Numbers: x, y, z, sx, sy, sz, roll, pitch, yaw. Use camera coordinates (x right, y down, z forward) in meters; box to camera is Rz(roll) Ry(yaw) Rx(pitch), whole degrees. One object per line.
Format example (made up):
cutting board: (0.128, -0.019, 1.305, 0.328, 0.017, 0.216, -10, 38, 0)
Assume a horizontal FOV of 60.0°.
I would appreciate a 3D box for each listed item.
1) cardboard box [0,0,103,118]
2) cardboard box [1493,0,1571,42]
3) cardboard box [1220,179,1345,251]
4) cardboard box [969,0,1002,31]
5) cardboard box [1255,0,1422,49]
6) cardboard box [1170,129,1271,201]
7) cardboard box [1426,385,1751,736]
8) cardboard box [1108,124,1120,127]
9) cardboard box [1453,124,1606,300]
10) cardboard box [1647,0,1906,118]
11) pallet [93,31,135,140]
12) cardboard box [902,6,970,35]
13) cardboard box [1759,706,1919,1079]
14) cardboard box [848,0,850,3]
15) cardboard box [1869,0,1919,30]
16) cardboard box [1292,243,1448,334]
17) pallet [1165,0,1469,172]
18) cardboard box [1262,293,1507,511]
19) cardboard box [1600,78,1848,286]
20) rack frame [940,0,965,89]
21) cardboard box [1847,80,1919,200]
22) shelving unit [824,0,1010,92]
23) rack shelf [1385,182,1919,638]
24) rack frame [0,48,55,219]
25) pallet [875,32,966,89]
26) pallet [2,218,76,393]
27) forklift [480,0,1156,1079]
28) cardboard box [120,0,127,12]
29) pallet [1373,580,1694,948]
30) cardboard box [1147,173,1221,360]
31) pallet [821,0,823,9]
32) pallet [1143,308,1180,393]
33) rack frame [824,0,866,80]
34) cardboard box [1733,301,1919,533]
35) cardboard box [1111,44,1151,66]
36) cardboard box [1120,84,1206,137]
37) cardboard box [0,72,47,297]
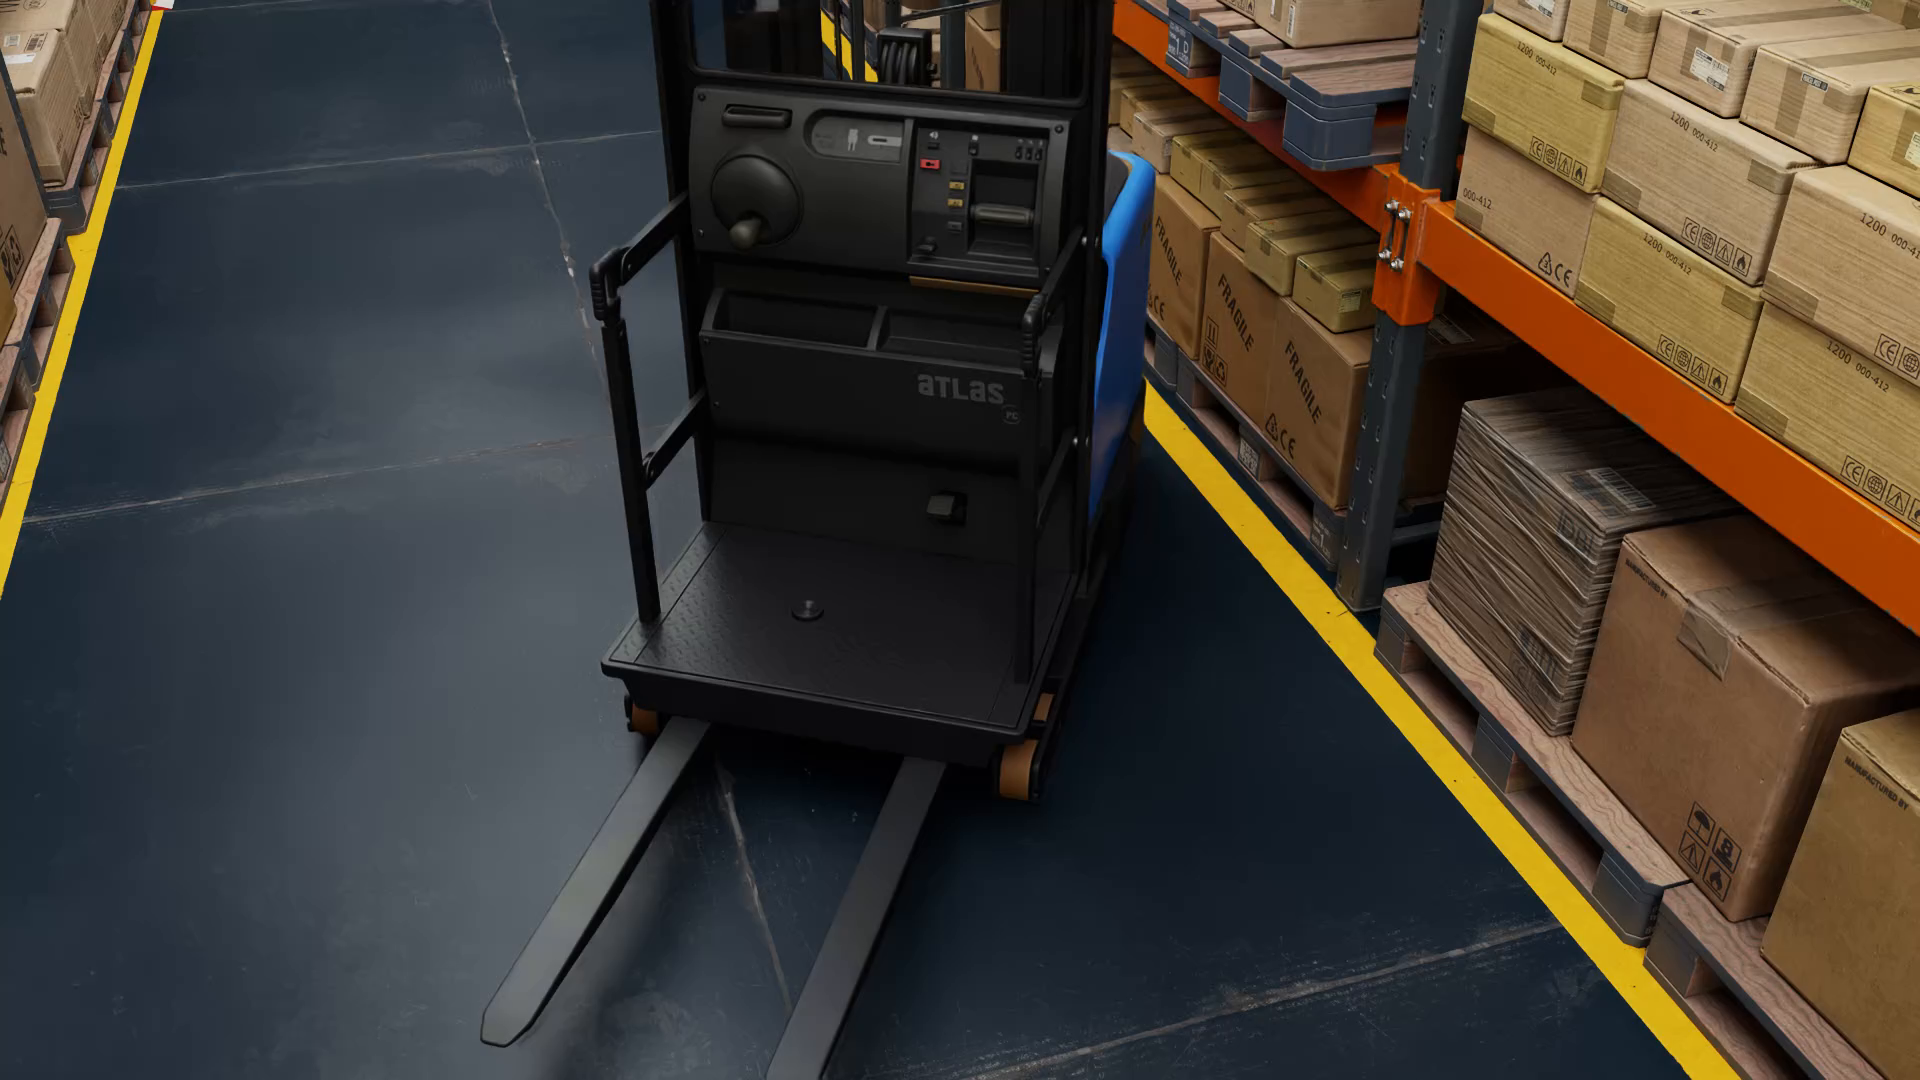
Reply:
cardboard box: (-4.689, -2.332, 8.001, 0.875, 0.438, 0.875, -11, 35, -16)
cardboard box: (1.437, -1.240, 3.726, 0.380, 0.149, 0.250, -9, 35, -13)
cardboard box: (1.078, -1.048, 5.413, 0.380, 0.149, 0.250, -11, 35, -16)
cardboard box: (0.256, -2.414, 7.481, 0.380, 0.149, 0.250, -8, 34, -12)
cardboard box: (1.055, -1.495, 4.638, 0.380, 0.149, 0.250, -9, 35, -14)
cardboard box: (0.964, -1.325, 5.832, 0.380, 0.149, 0.250, -11, 35, -15)
cardboard box: (1.798, 0.001, 4.301, 0.875, 0.625, 0.625, -9, 34, -13)
cardboard box: (0.653, -1.544, 6.752, 0.500, 0.500, 0.500, -11, 35, -16)
cardboard box: (1.523, -0.808, 3.887, 0.500, 0.250, 0.500, -10, 35, -15)
cardboard box: (1.623, -0.969, 3.317, 0.380, 0.149, 0.250, -9, 35, -13)
pallet: (-4.859, -2.298, 8.537, 1.003, 0.211, 1.213, -10, 35, -15)
cardboard box: (-0.158, -2.709, 8.728, 0.396, 0.266, 0.258, -9, 34, -13)
cardboard box: (2.210, 0.696, 3.249, 0.875, 0.625, 0.625, -11, 35, -17)
cardboard box: (-0.434, -3.390, 9.546, 0.500, 0.500, 0.500, -9, 35, -14)
cardboard box: (2.120, -1.055, 3.447, 0.380, 0.149, 0.250, -10, 35, -15)
cardboard box: (1.229, -0.764, 4.983, 0.380, 0.149, 0.250, -12, 35, -17)
pallet: (1.347, -1.408, 4.834, 1.213, 0.211, 1.003, -10, 35, -15)
cardboard box: (1.287, -0.462, 5.115, 0.500, 0.500, 0.500, -9, 35, -13)
cardboard box: (1.675, -0.753, 3.351, 0.500, 0.250, 0.500, -9, 34, -13)
rack frame: (0.400, -3.244, 7.439, 1.000, 3.000, 0.127, -10, 35, -15)
cardboard box: (1.820, -0.707, 2.920, 0.380, 0.149, 0.250, -10, 35, -14)
shelving unit: (-0.296, -1.378, 5.975, 0.538, 1.500, 1.048, -20, 38, -28)
rack shelf: (2.231, 0.206, 2.870, 1.077, 0.370, 4.000, -10, 35, -15)
rack frame: (-4.326, -2.408, 6.173, 1.000, 3.000, 0.127, -10, 35, -15)
pallet: (0.192, -2.442, 8.754, 1.003, 0.211, 1.213, -10, 35, -15)
pallet: (-4.018, -0.852, 6.348, 1.003, 0.211, 1.213, -10, 35, -15)
forklift: (-0.255, -0.795, 3.795, 1.130, 2.935, 3.031, 8, 34, 12)
cardboard box: (-5.249, -3.284, 9.443, 0.875, 0.438, 0.875, -11, 35, -16)
pallet: (1.834, 0.458, 4.365, 1.003, 0.211, 1.213, -10, 35, -15)
cardboard box: (0.982, -1.001, 5.931, 0.500, 0.500, 0.500, -9, 34, -13)
pallet: (-0.553, -3.723, 10.692, 1.003, 0.211, 1.213, -10, 35, -15)
pallet: (1.060, -1.019, 6.600, 1.003, 0.211, 1.213, -10, 35, -15)
rack frame: (-0.577, -1.611, 6.328, 0.500, 1.500, 0.032, -20, 38, -28)
cardboard box: (1.836, -0.273, 3.079, 0.500, 0.250, 0.500, -11, 35, -16)
cardboard box: (0.641, -1.870, 6.657, 0.380, 0.149, 0.250, -10, 35, -15)
cardboard box: (0.824, -1.602, 6.252, 0.380, 0.149, 0.250, -10, 35, -15)
cardboard box: (-4.060, -1.384, 6.170, 0.875, 0.875, 0.875, -9, 34, -13)
